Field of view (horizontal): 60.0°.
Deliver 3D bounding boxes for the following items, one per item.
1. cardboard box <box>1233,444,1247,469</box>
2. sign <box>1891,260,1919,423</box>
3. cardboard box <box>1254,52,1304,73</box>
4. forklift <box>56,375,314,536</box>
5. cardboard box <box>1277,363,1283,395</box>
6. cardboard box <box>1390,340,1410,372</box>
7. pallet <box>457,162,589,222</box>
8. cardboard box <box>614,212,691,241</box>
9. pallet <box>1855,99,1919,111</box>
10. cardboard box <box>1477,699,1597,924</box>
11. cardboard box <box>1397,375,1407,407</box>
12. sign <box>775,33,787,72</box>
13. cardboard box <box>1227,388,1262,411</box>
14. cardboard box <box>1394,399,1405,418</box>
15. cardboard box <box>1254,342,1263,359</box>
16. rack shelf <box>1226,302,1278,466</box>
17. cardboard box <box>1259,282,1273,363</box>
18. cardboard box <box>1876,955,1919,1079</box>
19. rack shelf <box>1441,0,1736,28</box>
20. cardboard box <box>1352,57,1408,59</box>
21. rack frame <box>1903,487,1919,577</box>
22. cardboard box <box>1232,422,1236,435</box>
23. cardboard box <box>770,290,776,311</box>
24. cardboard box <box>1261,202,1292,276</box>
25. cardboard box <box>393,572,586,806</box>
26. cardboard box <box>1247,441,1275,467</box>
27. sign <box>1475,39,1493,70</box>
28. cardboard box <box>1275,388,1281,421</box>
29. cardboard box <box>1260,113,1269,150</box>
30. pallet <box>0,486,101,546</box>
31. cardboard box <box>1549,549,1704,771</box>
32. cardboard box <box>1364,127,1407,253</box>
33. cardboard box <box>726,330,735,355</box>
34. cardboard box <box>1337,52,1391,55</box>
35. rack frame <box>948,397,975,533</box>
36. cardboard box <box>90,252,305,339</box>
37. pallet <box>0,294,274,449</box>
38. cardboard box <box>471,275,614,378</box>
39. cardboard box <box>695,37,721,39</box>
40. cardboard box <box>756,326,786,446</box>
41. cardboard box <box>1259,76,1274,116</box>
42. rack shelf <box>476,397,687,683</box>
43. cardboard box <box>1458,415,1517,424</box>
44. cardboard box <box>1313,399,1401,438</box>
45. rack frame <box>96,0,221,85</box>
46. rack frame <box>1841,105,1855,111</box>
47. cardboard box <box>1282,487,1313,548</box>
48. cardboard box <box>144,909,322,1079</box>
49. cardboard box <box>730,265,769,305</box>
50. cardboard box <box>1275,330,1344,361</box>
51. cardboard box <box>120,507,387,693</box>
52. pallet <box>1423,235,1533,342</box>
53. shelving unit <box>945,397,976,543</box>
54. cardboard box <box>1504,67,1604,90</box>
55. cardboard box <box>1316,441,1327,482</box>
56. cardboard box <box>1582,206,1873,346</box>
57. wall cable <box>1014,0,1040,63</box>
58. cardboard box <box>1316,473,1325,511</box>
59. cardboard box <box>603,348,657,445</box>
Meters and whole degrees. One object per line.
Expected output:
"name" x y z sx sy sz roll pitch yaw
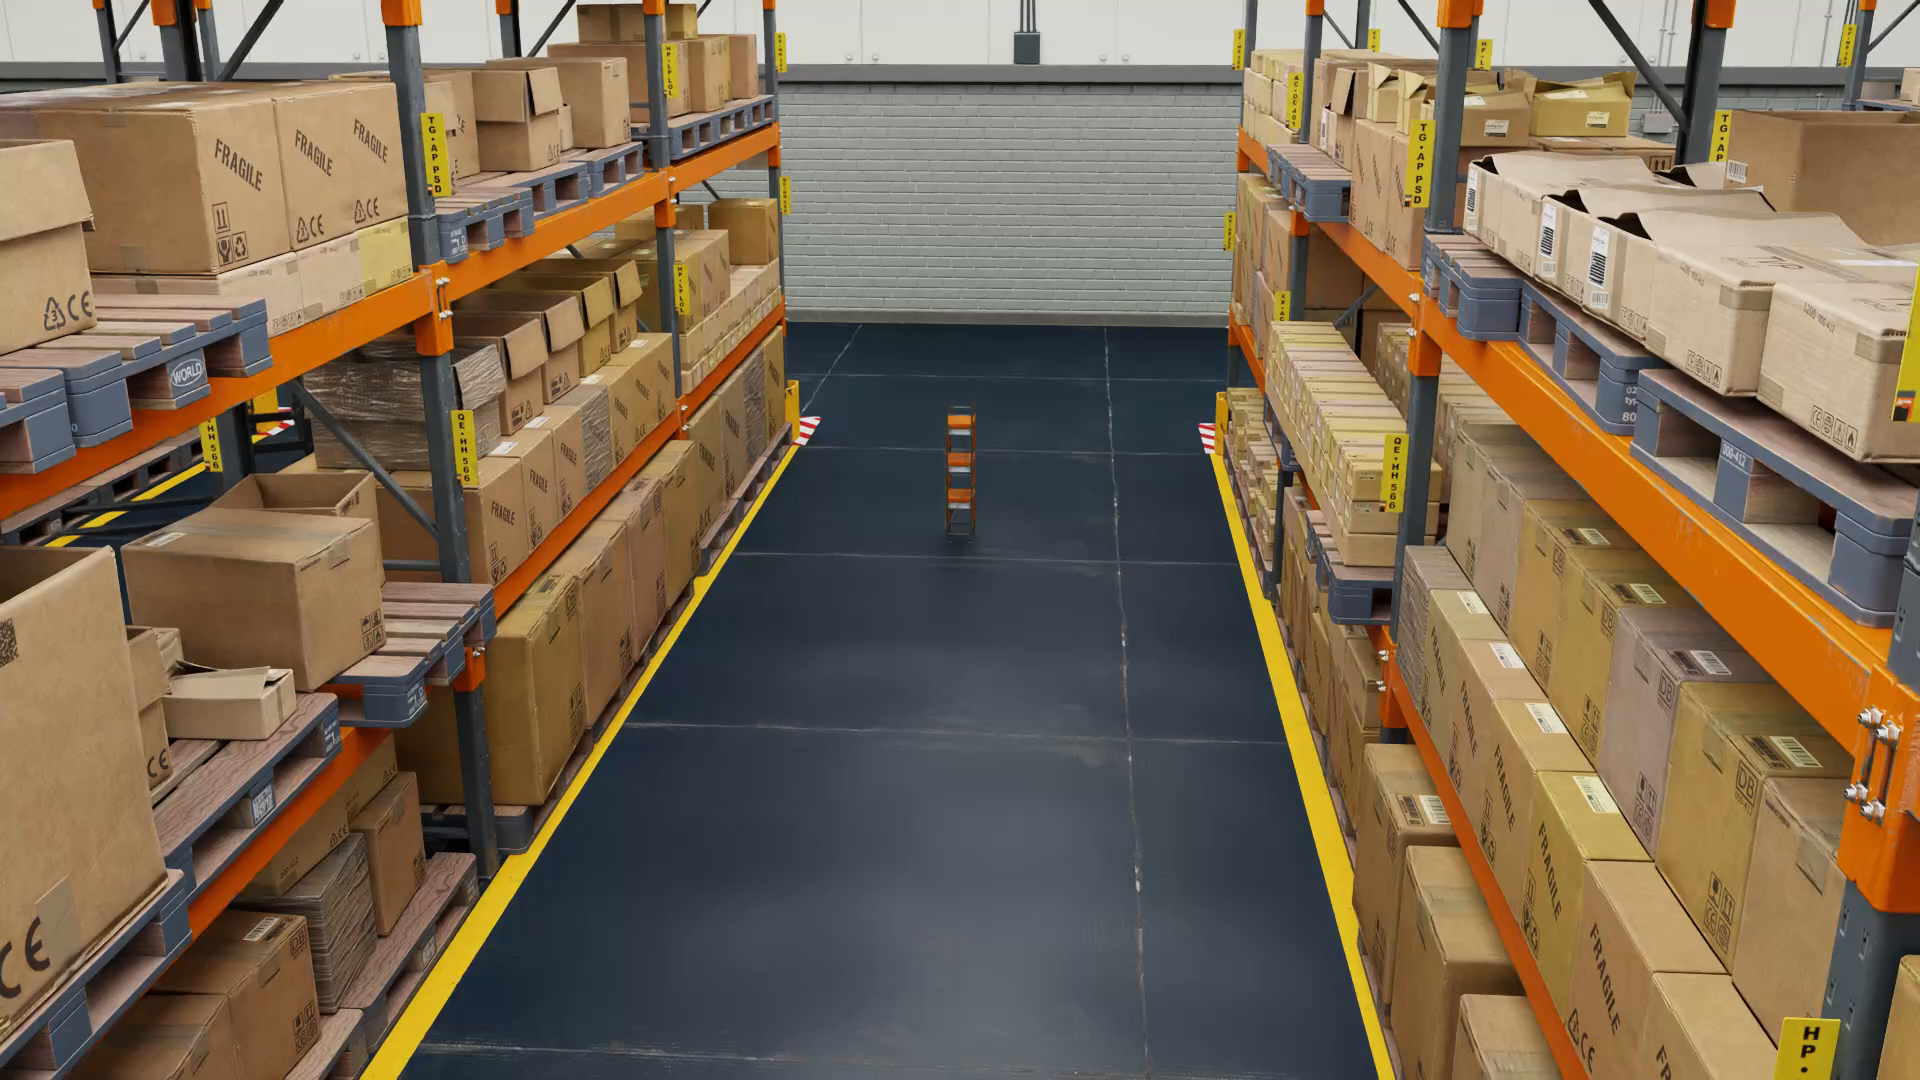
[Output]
"cardboard box" 2.433 -0.682 13.591 0.380 0.149 0.250 2 18 5
"sign" 1.463 -0.333 2.469 0.100 0.325 0.005 1 18 4
"cardboard box" 2.468 -3.679 12.814 0.380 0.149 0.250 2 18 5
"forklift" -5.150 -1.492 12.269 3.031 2.935 1.130 -7 20 -21
"cardboard box" 2.057 -0.937 9.715 0.380 0.149 0.250 2 18 5
"cardboard box" 2.706 -1.058 9.608 0.380 0.149 0.250 1 18 2
"pallet" -2.578 -1.772 8.499 1.003 0.211 1.213 2 18 6
"cardboard box" -2.445 -2.339 13.304 0.500 0.500 0.500 1 18 2
"pallet" 7.767 -3.304 13.013 1.003 0.211 1.213 1 18 4
"cardboard box" 1.882 0.810 4.974 0.500 0.500 0.500 1 18 3
"cardboard box" 2.693 -0.838 9.413 0.380 0.149 0.250 1 18 2
"sign" -1.534 -4.164 14.203 0.100 0.325 0.005 1 18 4
"cardboard box" 2.489 -1.203 14.224 0.380 0.149 0.250 0 18 1
"cardboard box" 2.691 -0.704 9.484 0.380 0.149 0.250 0 18 1
"cardboard box" 2.406 -1.450 12.433 0.380 0.149 0.250 2 18 5
"rack shelf" 2.722 -1.267 12.628 1.077 0.370 4.000 1 18 4
"cardboard box" 2.370 -1.495 11.529 0.500 0.500 0.500 1 18 2
"cardboard box" 1.944 1.026 2.499 0.875 0.550 0.550 1 18 4
"rack shelf" 2.148 -1.443 4.174 1.077 0.370 4.000 1 18 4
"cardboard box" 2.989 -3.343 11.788 0.380 0.149 0.250 1 18 2
"rack frame" 2.005 -1.354 2.104 1.000 3.000 0.127 1 18 4
"cardboard box" 2.496 -0.976 14.009 0.380 0.149 0.250 1 18 4
"cardboard box" -1.789 -2.054 14.278 0.380 0.149 0.250 1 18 4
"cardboard box" 2.425 -2.123 11.841 0.500 0.500 0.500 2 18 5
"cardboard box" -2.578 0.709 8.181 1.225 0.875 0.875 0 18 1
"cardboard box" 2.365 -0.638 12.503 0.380 0.149 0.250 1 18 2
"sign" 3.132 -2.835 9.977 0.100 0.325 0.005 1 18 4
"cardboard box" 2.056 -0.792 9.752 0.380 0.149 0.250 1 18 4
"cardboard box" 2.464 -2.967 12.084 0.500 0.250 0.500 1 18 4
"pallet" -7.288 -0.145 12.525 1.003 0.211 1.213 1 18 4
"cardboard box" 2.144 0.346 4.783 0.700 0.500 0.500 1 18 3
"cardboard box" 2.102 -1.557 7.380 0.500 0.500 0.500 1 18 4
"cardboard box" -1.916 -1.498 12.580 0.380 0.149 0.250 1 18 5
"cardboard box" 3.091 -3.663 12.765 0.380 0.149 0.250 2 18 5
"rack frame" 0.013 -0.553 12.426 0.200 1.050 0.008 1 18 4
"cardboard box" -2.499 -0.778 5.405 0.500 0.250 0.500 2 18 5
"pallet" -2.713 -0.493 4.595 1.213 0.211 1.003 1 18 4
"cardboard box" -2.460 -1.243 9.627 0.797 0.503 0.637 1 18 5
"cardboard box" -2.208 -3.596 12.767 0.700 0.500 0.500 0 18 0
"cardboard box" -2.041 -1.362 14.499 0.875 0.875 0.875 1 18 4
"cardboard box" 2.455 -3.215 12.040 0.500 0.250 0.500 1 18 2
"rack shelf" -2.505 -0.167 9.271 1.077 0.370 4.000 1 18 4
"cardboard box" 2.576 -0.489 7.873 0.380 0.149 0.250 1 18 2
"cardboard box" 1.947 -0.588 8.174 0.380 0.149 0.250 1 18 4
"rack frame" -7.015 -5.334 14.249 1.000 3.000 0.127 1 18 4
"rack frame" 7.810 -2.151 14.171 1.000 3.000 0.127 1 18 4
"cardboard box" 2.262 -0.132 10.145 0.500 0.250 0.500 0 18 1
"cardboard box" -2.737 1.648 5.883 0.700 0.500 0.500 3 18 9
"cardboard box" -1.882 -2.128 13.864 0.500 0.250 0.500 1 18 3
"cardboard box" 2.078 -1.152 9.895 0.380 0.149 0.250 2 18 5
"cardboard box" -2.587 0.209 6.131 0.700 0.500 0.500 4 19 12
"pallet" 2.298 -0.880 5.778 1.213 0.211 1.003 2 18 6
"shelving unit" 0.004 -0.516 12.310 0.215 1.050 0.252 1 18 4
"cardboard box" 2.612 -1.942 7.325 0.396 0.266 0.258 1 18 4
"cardboard box" 1.925 -0.373 7.996 0.380 0.149 0.250 1 18 4
"cardboard box" 1.911 -0.683 4.180 0.500 0.311 0.500 1 18 2
"wall cable" 1.768 -8.431 18.535 2.277 5.999 0.120 1 18 4
"cardboard box" 1.928 -0.224 8.017 0.380 0.149 0.250 1 18 3
"cardboard box" -2.165 -0.873 10.108 0.500 0.500 0.500 2 18 6
